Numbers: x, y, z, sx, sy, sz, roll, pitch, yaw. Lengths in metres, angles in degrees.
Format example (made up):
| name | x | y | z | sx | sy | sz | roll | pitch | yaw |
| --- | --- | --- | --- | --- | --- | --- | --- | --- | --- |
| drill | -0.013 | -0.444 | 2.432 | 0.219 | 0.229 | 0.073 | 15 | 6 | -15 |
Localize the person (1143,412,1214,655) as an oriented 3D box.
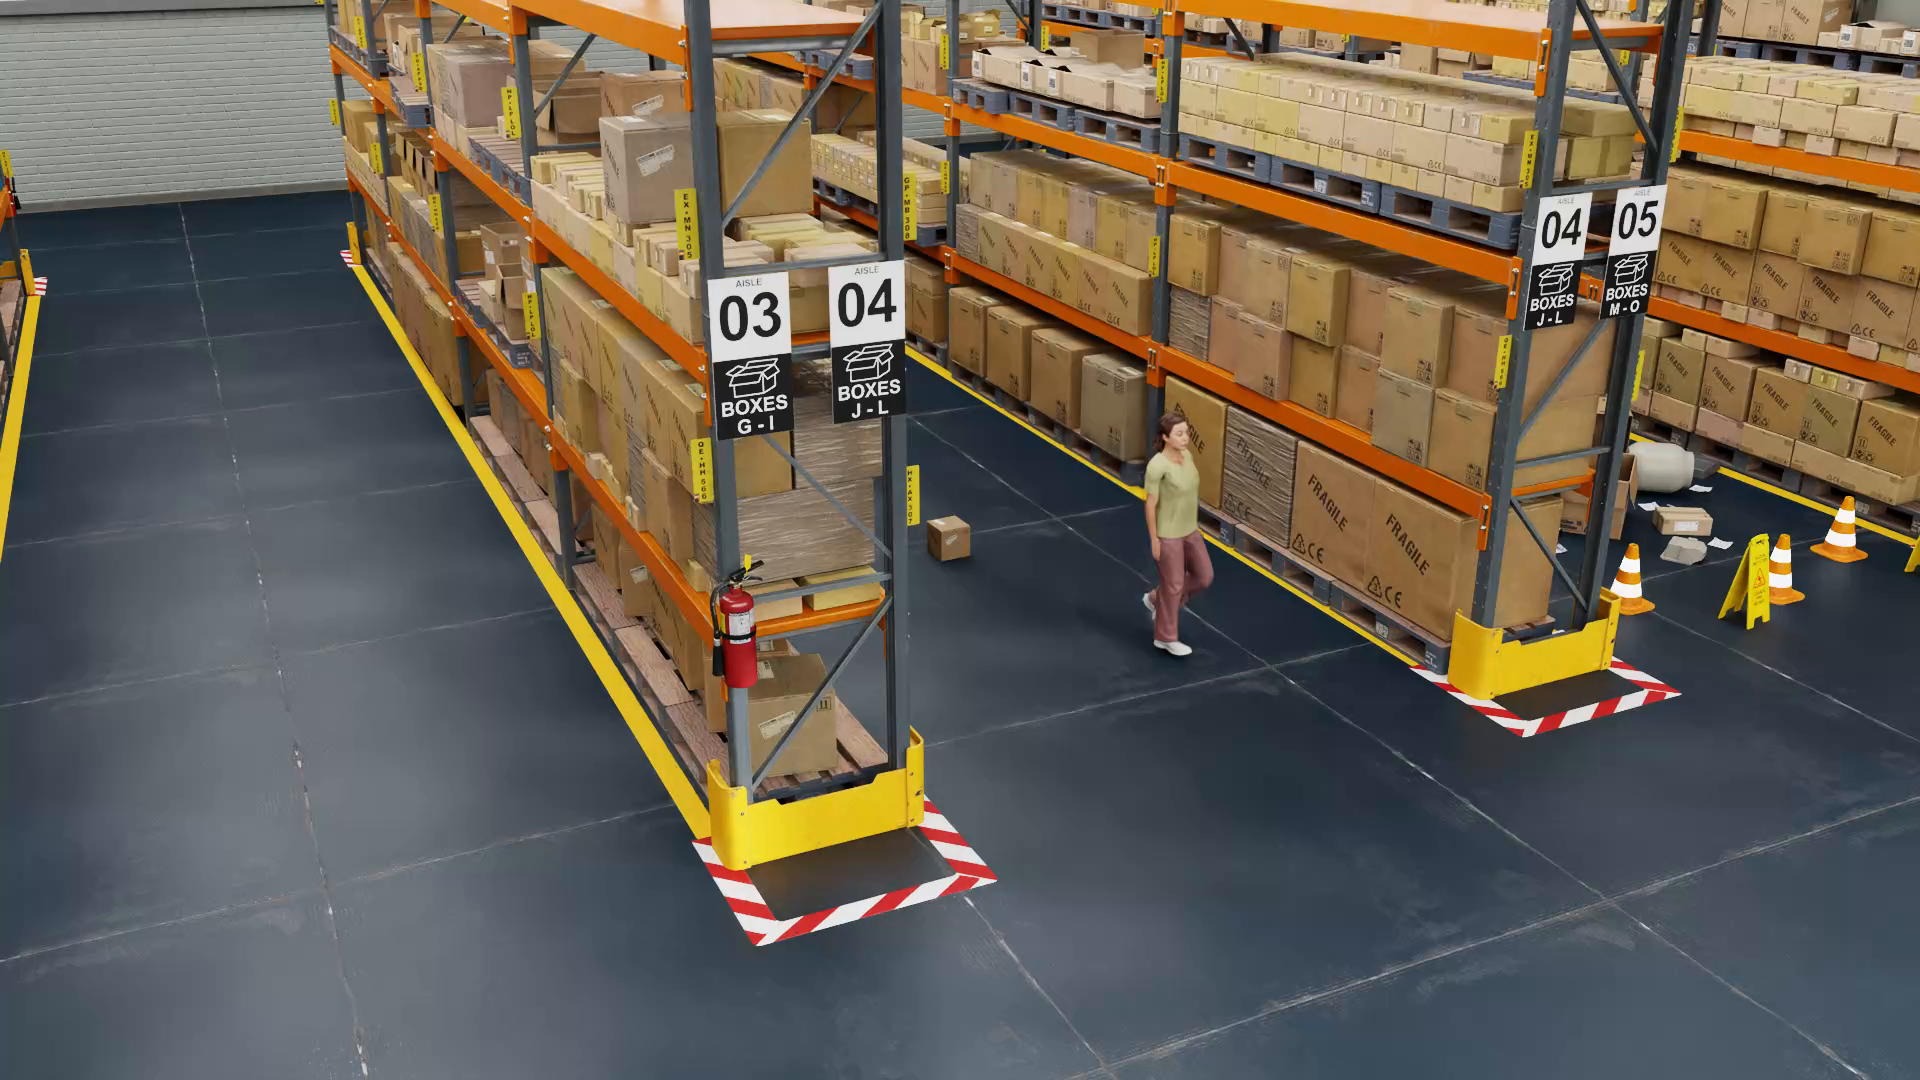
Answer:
| name | x | y | z | sx | sy | sz | roll | pitch | yaw |
| --- | --- | --- | --- | --- | --- | --- | --- | --- | --- |
| person | 1.405 | -0.049 | 11.053 | 0.496 | 1.663 | 0.465 | 20 | 30 | 40 |
